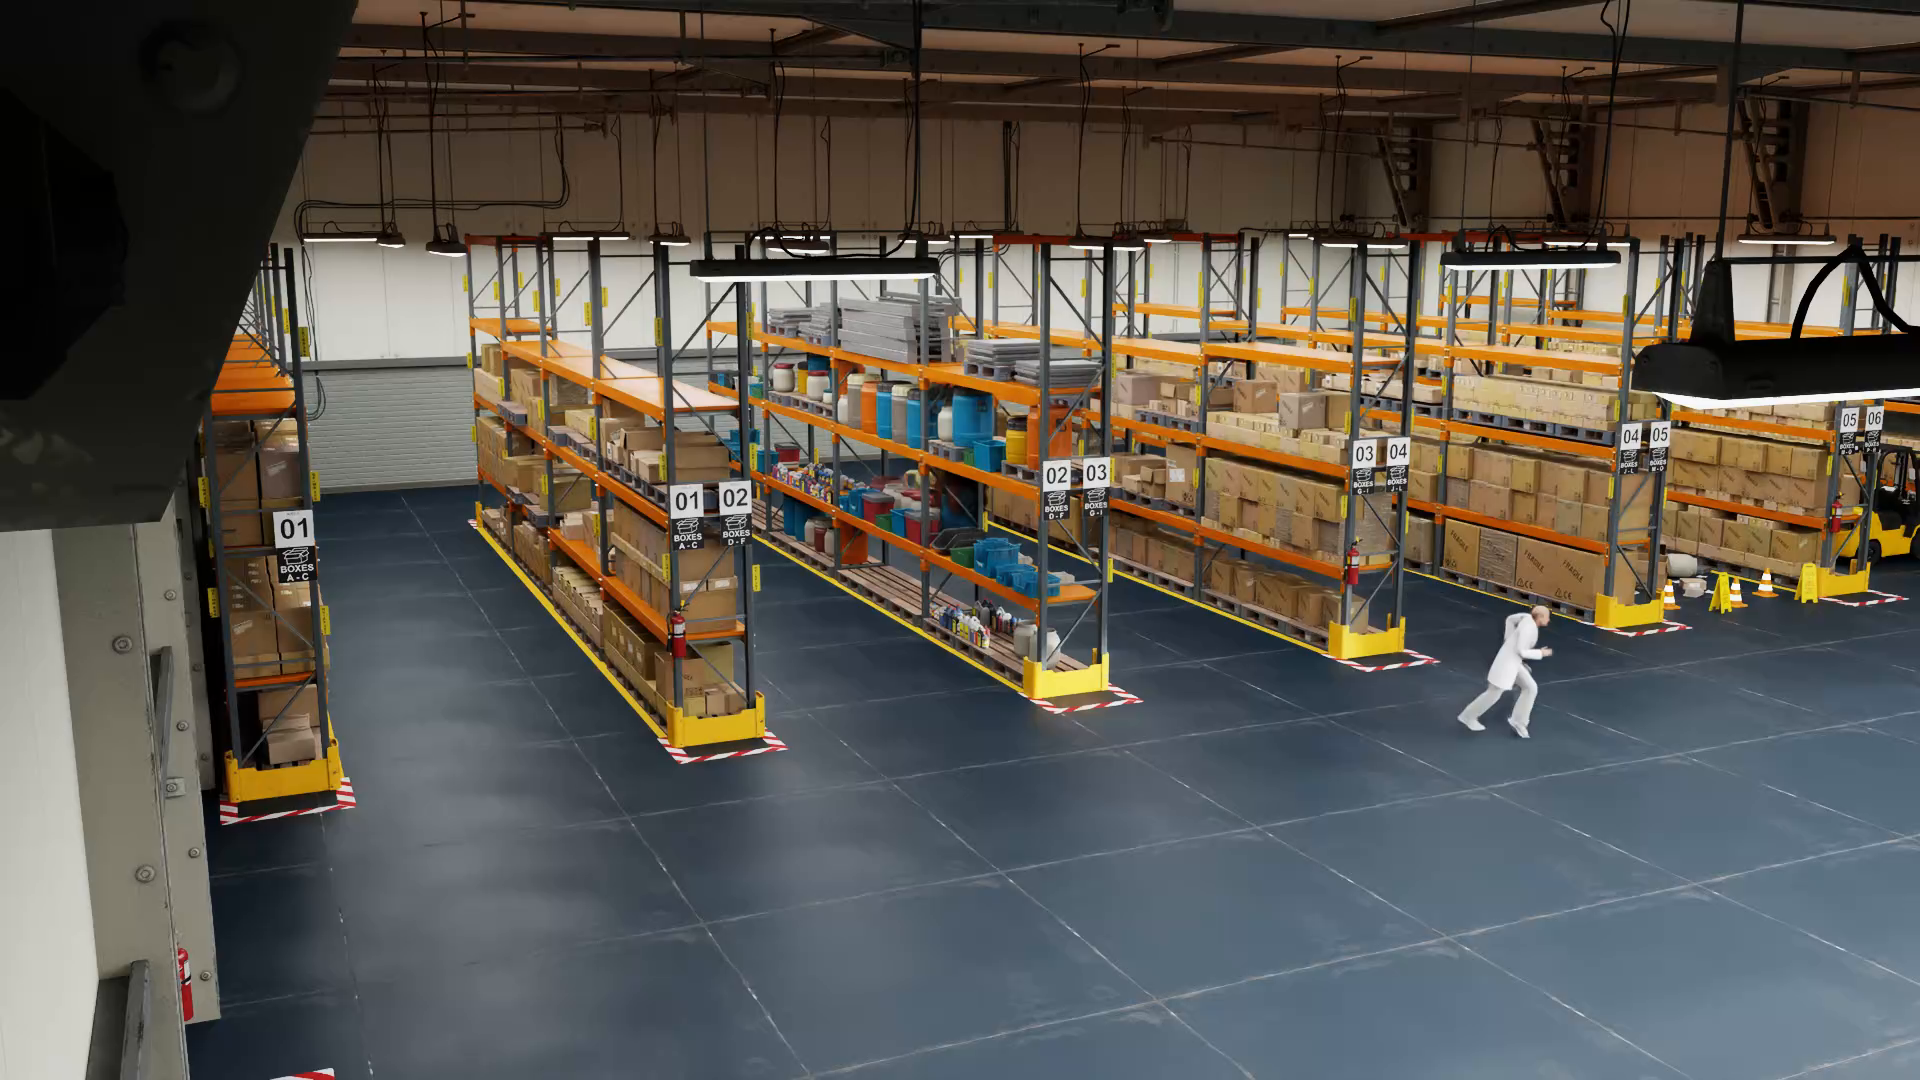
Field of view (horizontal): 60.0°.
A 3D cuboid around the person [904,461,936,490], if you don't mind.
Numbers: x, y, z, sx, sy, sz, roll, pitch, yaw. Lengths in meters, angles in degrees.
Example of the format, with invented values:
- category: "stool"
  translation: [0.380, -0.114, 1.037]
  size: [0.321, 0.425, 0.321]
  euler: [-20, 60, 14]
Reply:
- category: "person"
  translation: [-0.810, -0.816, 33.049]
  size: [0.573, 1.655, 0.900]
  euler: [-6, 12, -27]

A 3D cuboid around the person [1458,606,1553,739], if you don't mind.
- category: "person"
  translation: [6.744, 1.622, 20.535]
  size: [1.073, 1.731, 0.752]
  euler: [4, 12, 20]

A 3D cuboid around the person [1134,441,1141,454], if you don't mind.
- category: "person"
  translation: [4.563, -2.503, 41.802]
  size: [0.680, 1.662, 0.664]
  euler: [6, 12, 28]
